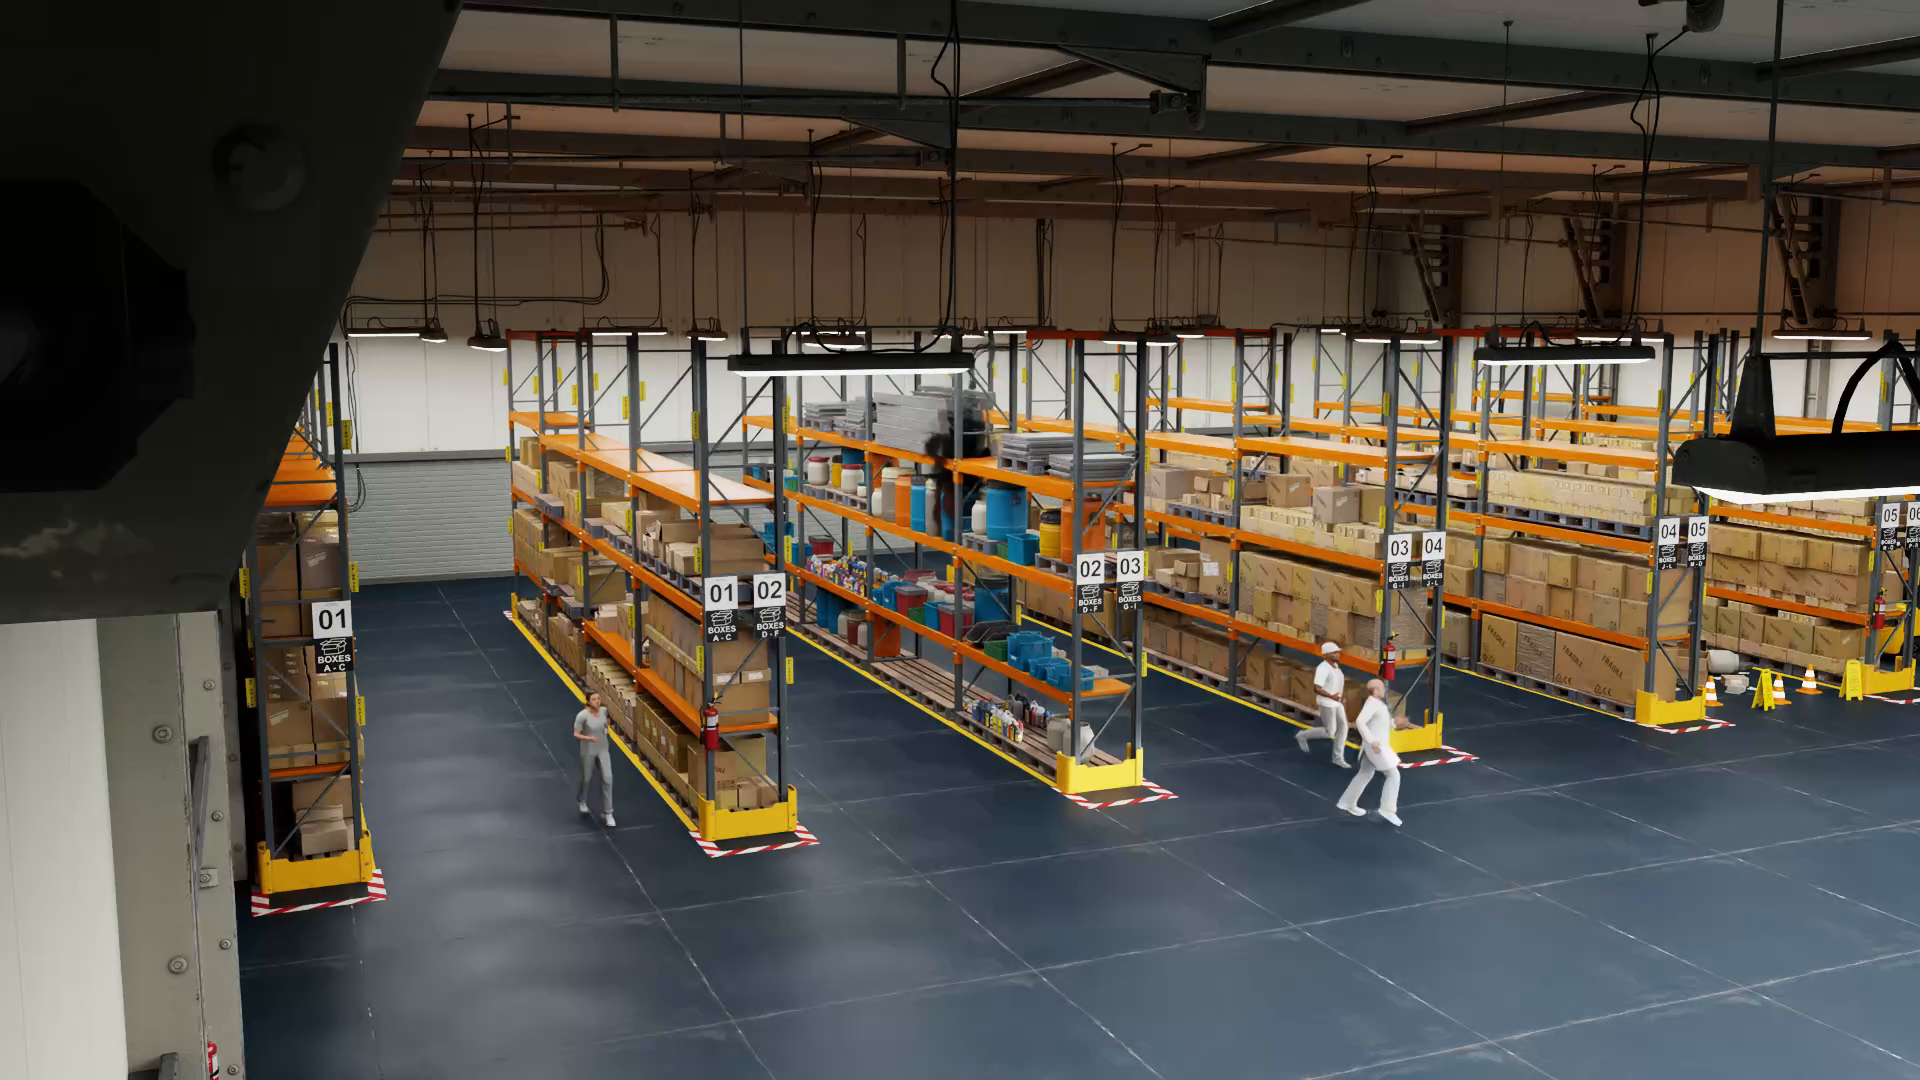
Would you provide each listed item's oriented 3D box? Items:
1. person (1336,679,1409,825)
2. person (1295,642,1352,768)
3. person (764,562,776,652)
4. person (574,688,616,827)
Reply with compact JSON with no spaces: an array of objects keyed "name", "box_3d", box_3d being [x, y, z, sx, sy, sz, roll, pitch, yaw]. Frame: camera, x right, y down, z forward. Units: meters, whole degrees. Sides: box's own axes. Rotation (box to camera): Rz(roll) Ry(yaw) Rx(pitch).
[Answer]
[{"name":"person","box_3d":[5.157,2.642,20.735,0.855,1.849,0.672,0,8,2]},{"name":"person","box_3d":[5.166,2.306,23.439,0.839,1.768,0.709,5,9,34]},{"name":"person","box_3d":[-3.634,1.243,31.297,0.608,1.640,0.886,-4,9,-25]},{"name":"person","box_3d":[-4.601,2.686,20.811,0.518,1.678,0.887,-5,9,-30]}]
